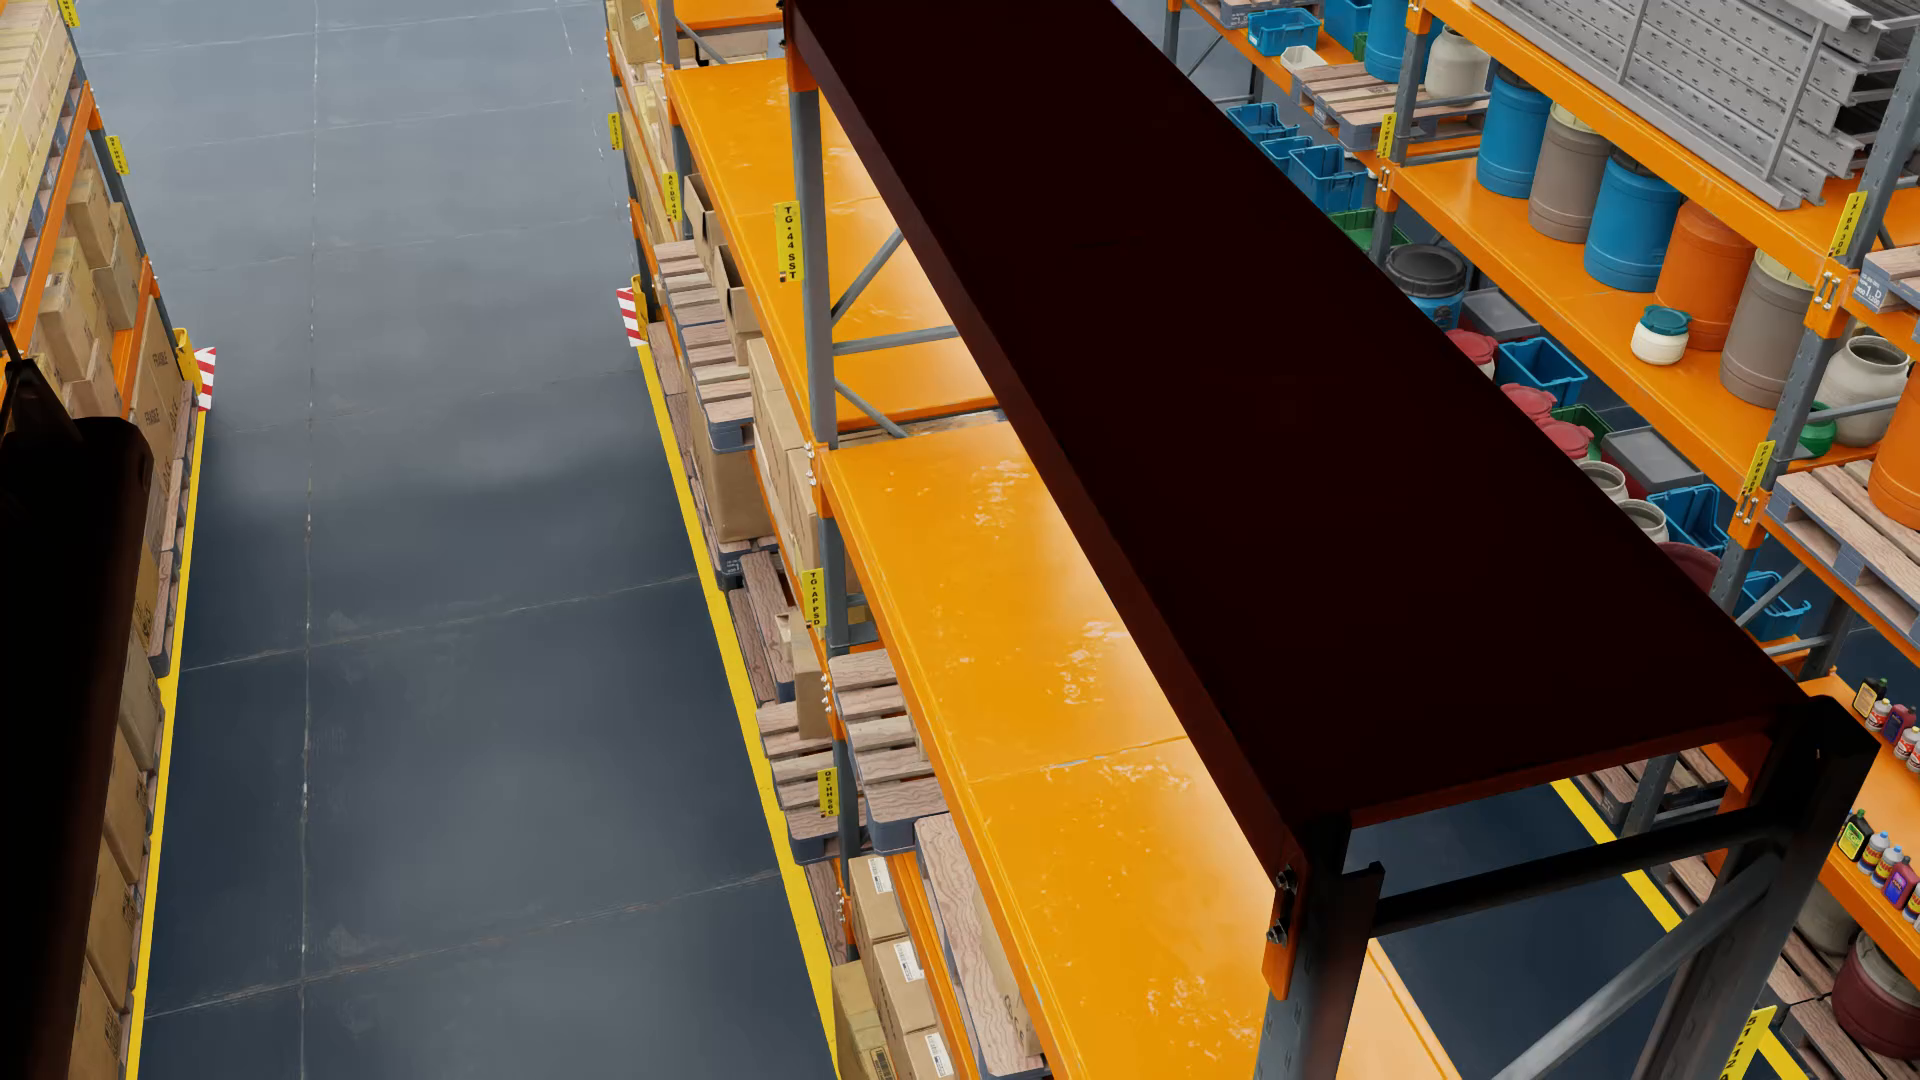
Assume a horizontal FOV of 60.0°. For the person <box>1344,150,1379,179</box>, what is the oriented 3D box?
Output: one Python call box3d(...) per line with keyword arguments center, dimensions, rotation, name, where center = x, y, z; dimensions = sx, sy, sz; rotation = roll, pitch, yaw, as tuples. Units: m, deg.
box3d(center=(4.319, -4.610, 17.340), dimensions=(0.759, 1.645, 0.470), rotation=(29, 47, 32), name="person")
